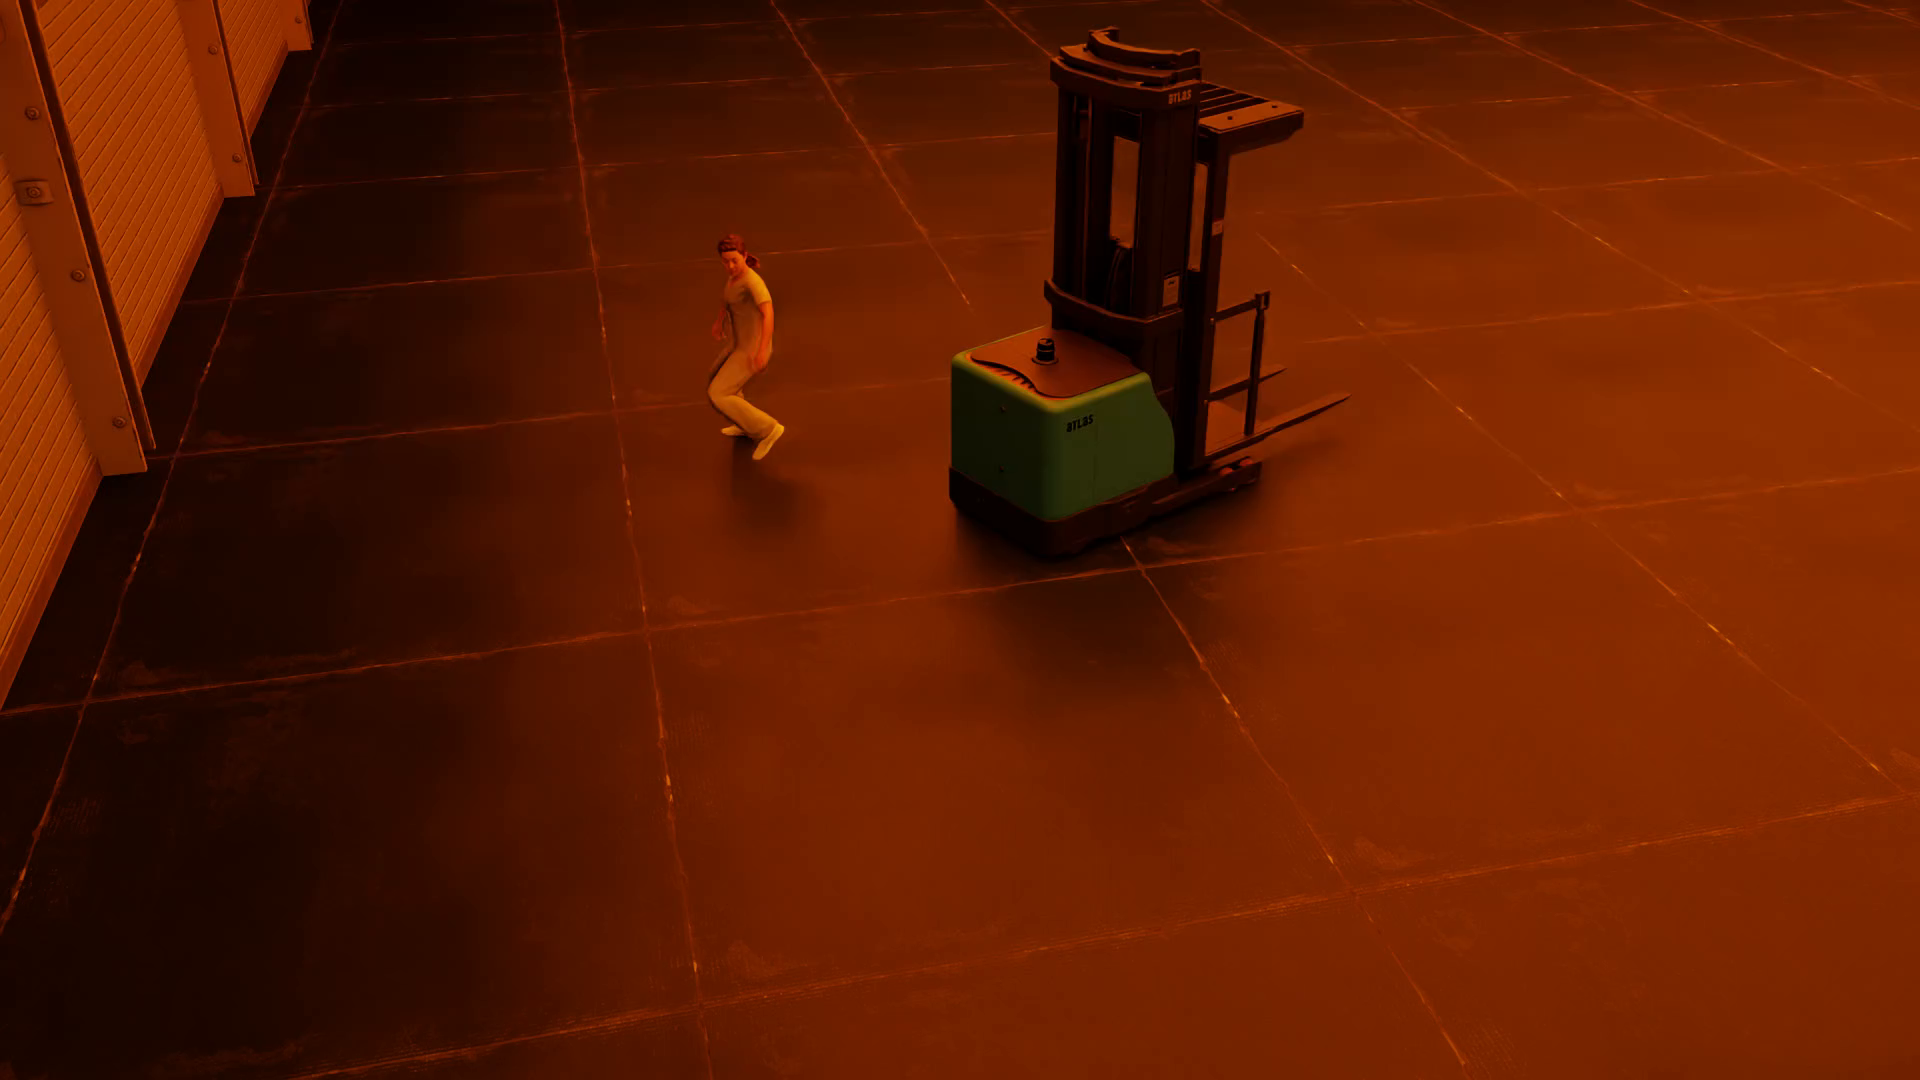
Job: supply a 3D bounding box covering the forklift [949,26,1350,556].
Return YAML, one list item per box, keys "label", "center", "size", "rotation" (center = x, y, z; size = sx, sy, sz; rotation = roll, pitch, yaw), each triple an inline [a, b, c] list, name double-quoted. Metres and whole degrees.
- label: "forklift"
  center: [1.394, -1.767, 10.627]
  size: [3.031, 2.935, 1.130]
  rotation: [-22, 37, -33]

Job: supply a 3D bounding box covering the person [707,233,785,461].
- label: "person"
  center: [-1.489, -1.313, 11.259]
  size: [0.496, 1.561, 0.878]
  rotation: [-6, 31, -9]
